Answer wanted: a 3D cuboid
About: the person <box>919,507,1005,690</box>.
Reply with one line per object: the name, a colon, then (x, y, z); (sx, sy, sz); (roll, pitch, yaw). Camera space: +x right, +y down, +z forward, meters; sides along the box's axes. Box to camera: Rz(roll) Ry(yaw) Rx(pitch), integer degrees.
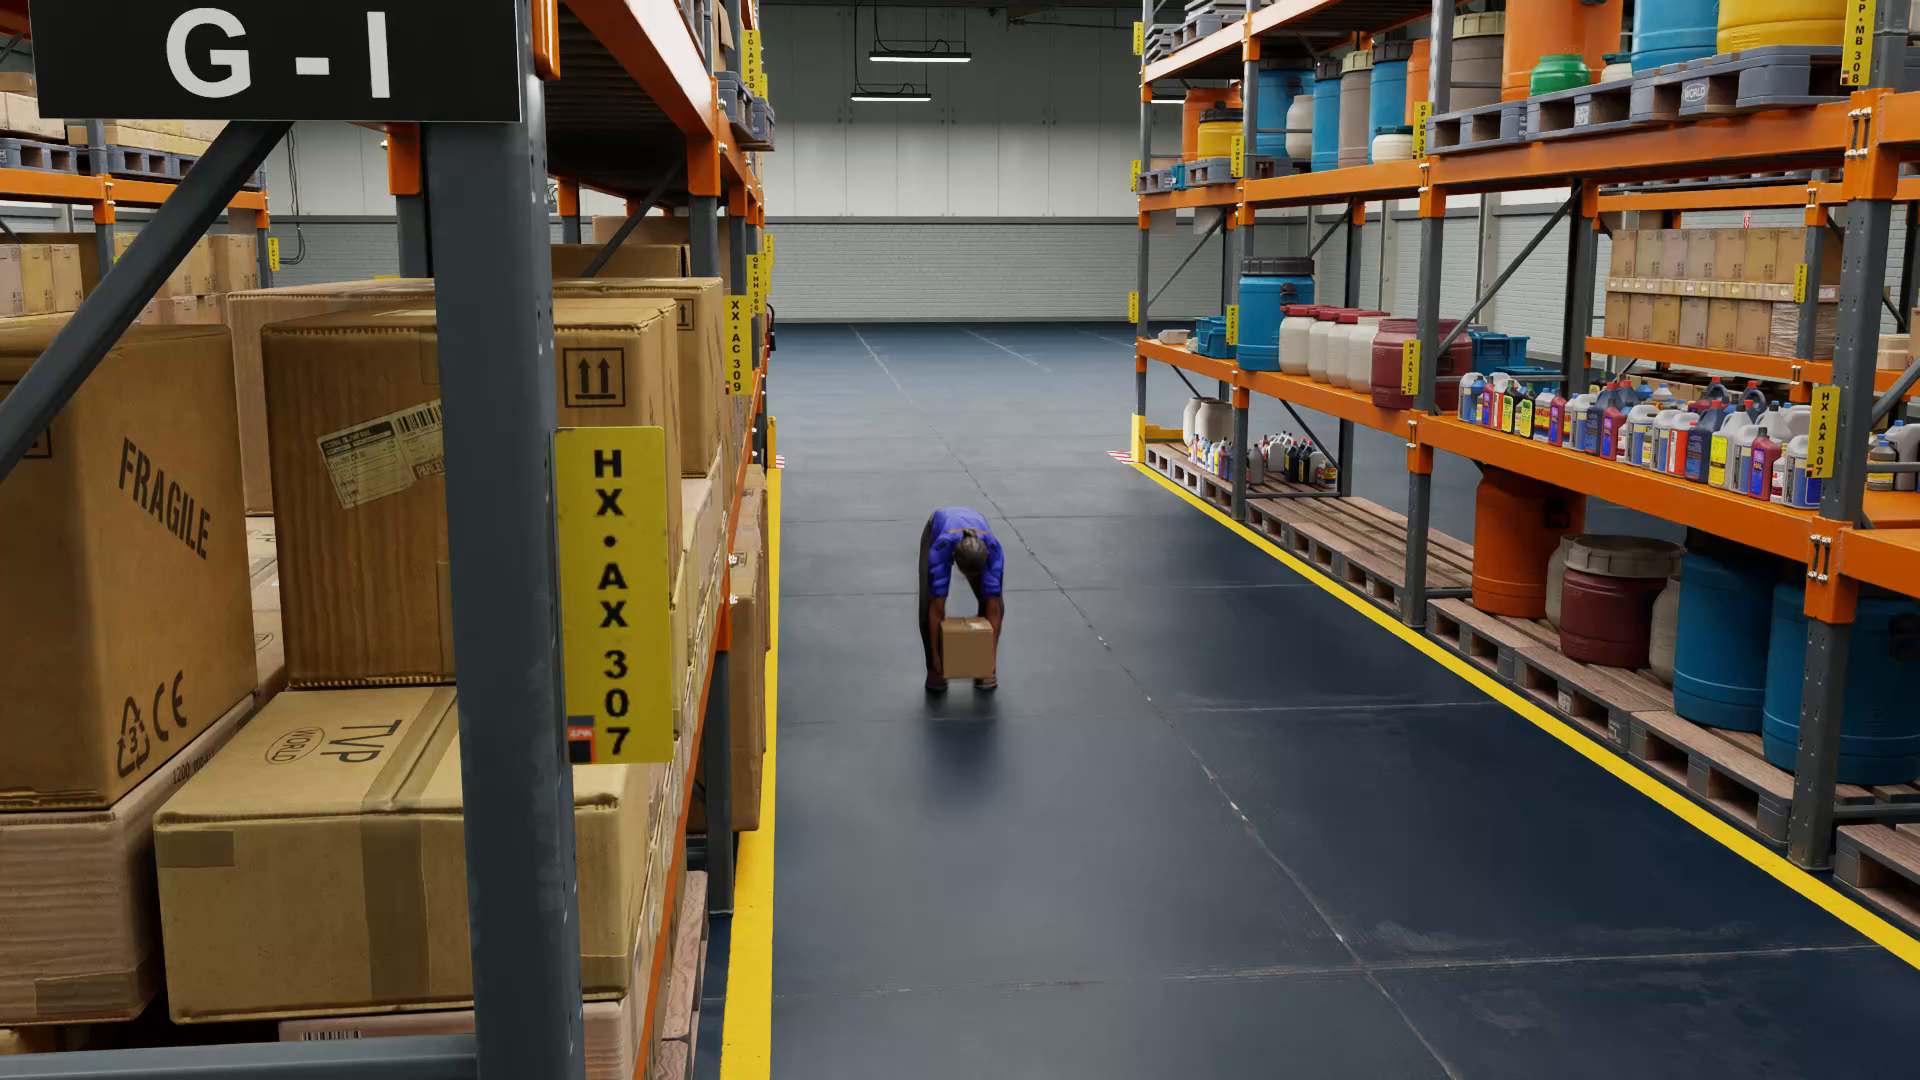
person: (0.017, 0.333, 8.563); (0.446, 0.955, 0.877); (-1, 10, -6)
